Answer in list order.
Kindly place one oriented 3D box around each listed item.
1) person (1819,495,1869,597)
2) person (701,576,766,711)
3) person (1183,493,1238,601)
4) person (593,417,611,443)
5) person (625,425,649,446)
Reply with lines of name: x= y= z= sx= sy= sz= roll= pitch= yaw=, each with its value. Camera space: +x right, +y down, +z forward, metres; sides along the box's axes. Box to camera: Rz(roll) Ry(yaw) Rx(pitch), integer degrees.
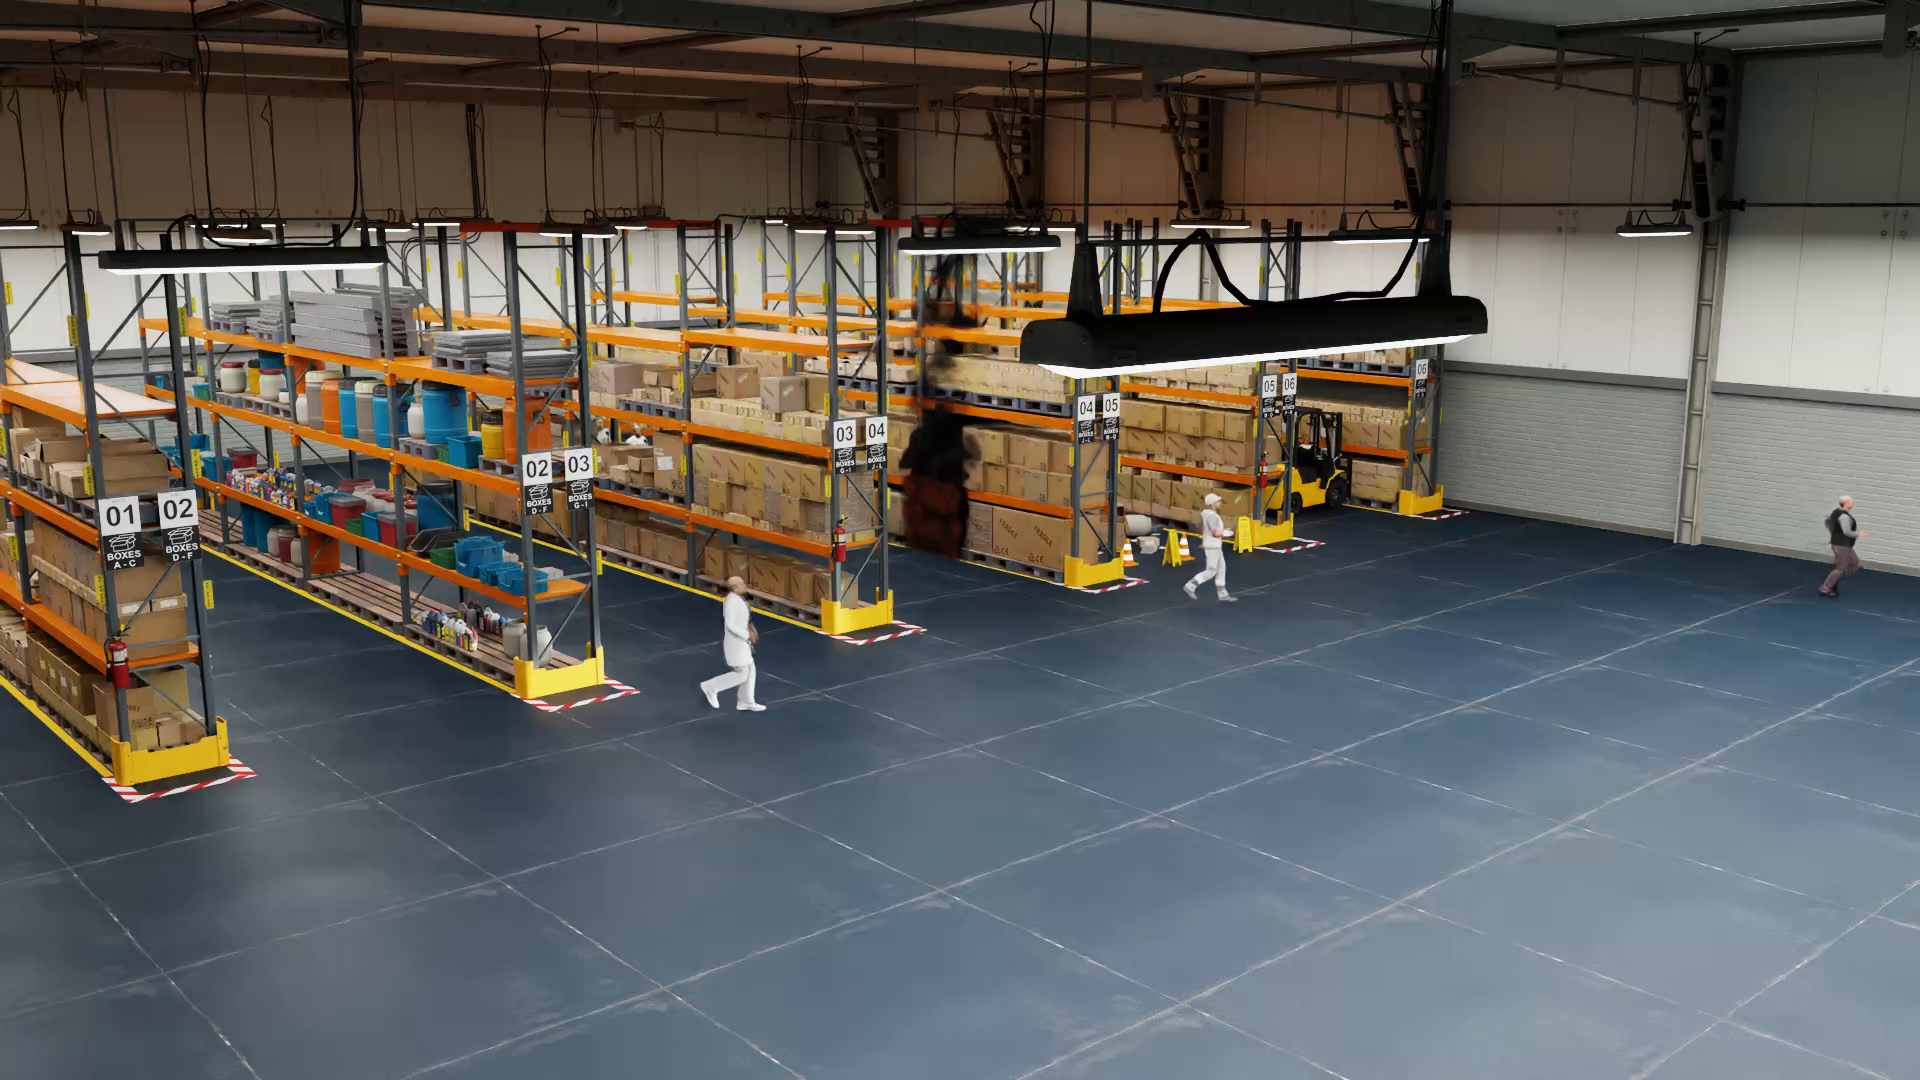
person: x=14.389 y=0.189 z=27.055 sx=0.641 sy=1.501 sz=0.637 roll=4 pitch=12 yaw=20
person: x=-2.876 y=1.315 z=20.991 sx=0.810 sy=1.765 sz=0.716 roll=-1 pitch=12 yaw=-7
person: x=4.035 y=0.126 z=26.697 sx=0.896 sy=1.772 sz=0.657 roll=1 pitch=11 yaw=3
person: x=-7.985 y=-1.924 z=37.109 sx=0.623 sy=1.691 sz=0.840 roll=-7 pitch=13 yaw=-31
person: x=-6.965 y=-1.679 z=36.033 sx=0.620 sy=1.636 sz=0.824 roll=-10 pitch=15 yaw=-42
